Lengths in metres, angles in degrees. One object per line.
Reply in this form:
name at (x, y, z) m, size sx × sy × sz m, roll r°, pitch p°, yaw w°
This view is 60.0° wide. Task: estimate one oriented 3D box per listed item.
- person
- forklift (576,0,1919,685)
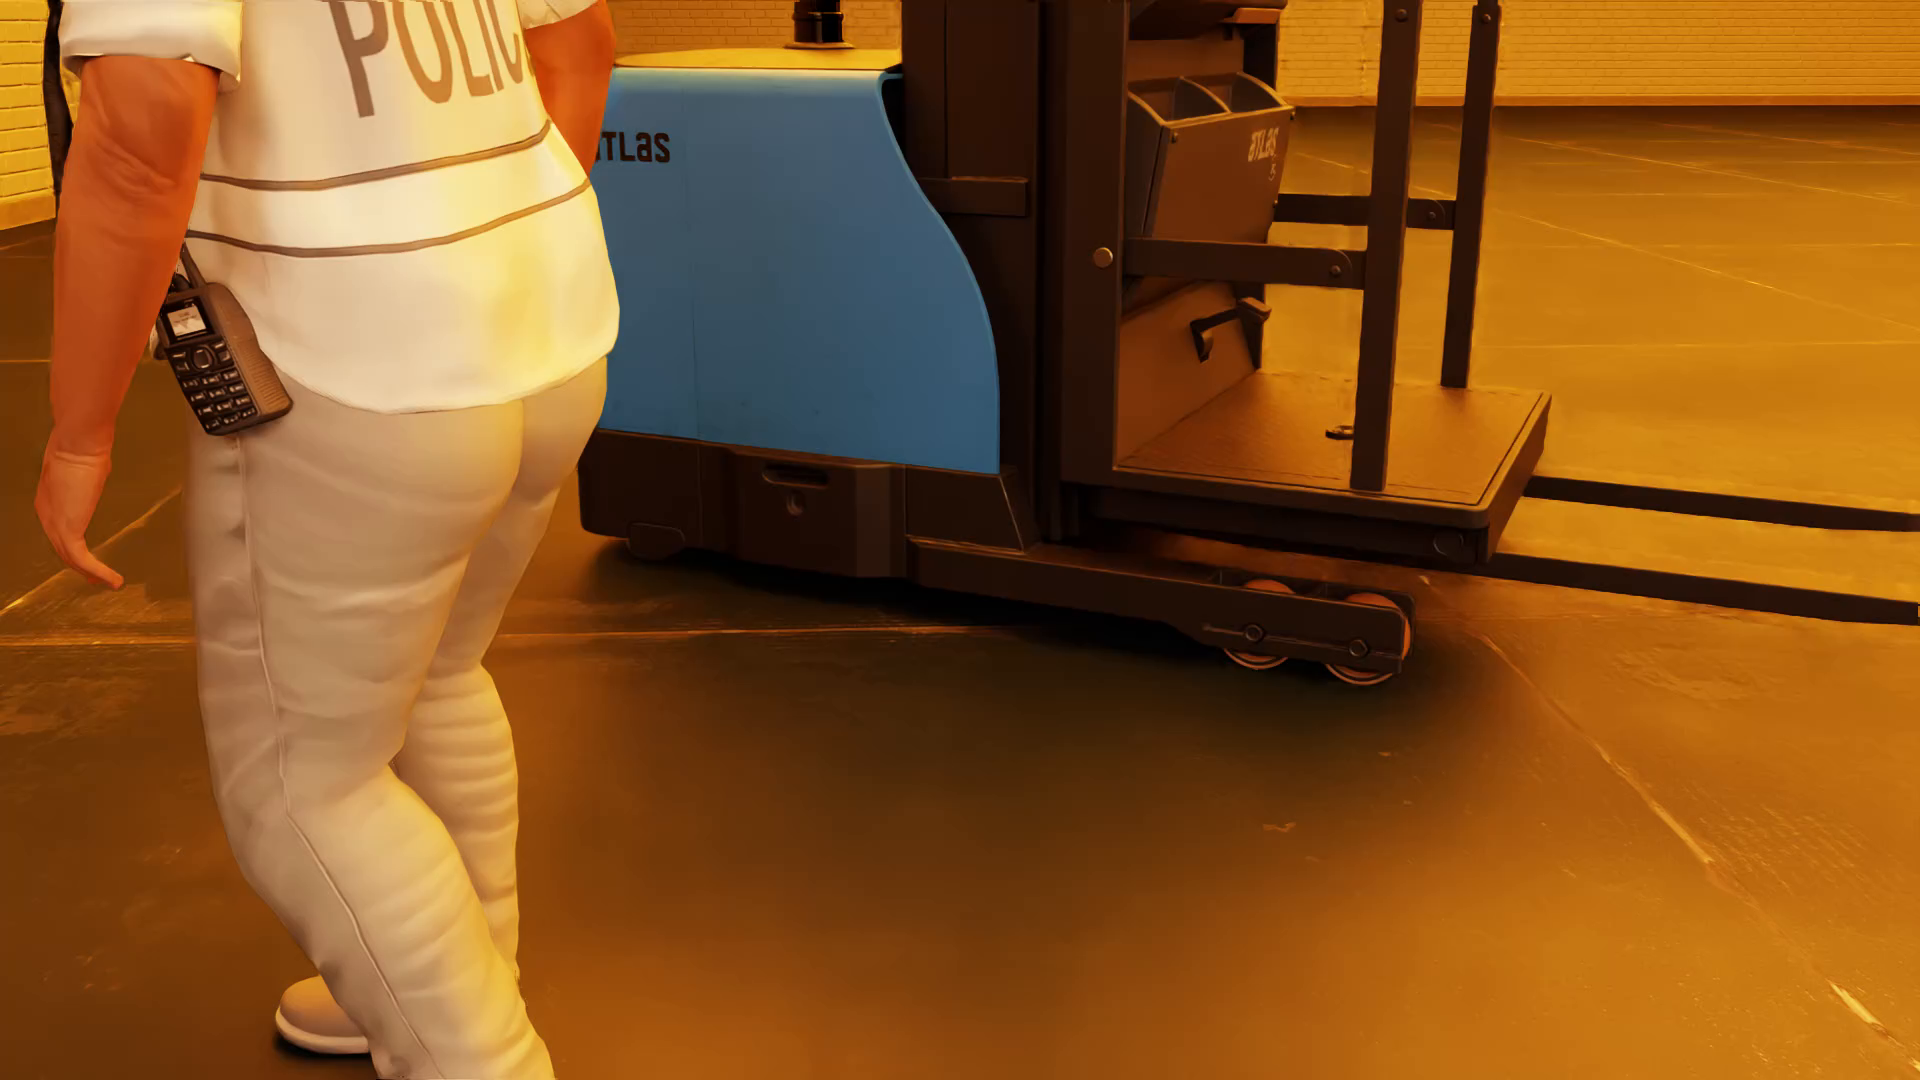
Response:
person at (-0.605, -0.143, 1.574) m, size 0.508 × 1.649 × 0.683 m, roll 4°, pitch 17°, yaw 13°
forklift at (0.696, -1.312, 3.198) m, size 3.031 × 2.935 × 1.130 m, roll 8°, pitch 19°, yaw 23°
